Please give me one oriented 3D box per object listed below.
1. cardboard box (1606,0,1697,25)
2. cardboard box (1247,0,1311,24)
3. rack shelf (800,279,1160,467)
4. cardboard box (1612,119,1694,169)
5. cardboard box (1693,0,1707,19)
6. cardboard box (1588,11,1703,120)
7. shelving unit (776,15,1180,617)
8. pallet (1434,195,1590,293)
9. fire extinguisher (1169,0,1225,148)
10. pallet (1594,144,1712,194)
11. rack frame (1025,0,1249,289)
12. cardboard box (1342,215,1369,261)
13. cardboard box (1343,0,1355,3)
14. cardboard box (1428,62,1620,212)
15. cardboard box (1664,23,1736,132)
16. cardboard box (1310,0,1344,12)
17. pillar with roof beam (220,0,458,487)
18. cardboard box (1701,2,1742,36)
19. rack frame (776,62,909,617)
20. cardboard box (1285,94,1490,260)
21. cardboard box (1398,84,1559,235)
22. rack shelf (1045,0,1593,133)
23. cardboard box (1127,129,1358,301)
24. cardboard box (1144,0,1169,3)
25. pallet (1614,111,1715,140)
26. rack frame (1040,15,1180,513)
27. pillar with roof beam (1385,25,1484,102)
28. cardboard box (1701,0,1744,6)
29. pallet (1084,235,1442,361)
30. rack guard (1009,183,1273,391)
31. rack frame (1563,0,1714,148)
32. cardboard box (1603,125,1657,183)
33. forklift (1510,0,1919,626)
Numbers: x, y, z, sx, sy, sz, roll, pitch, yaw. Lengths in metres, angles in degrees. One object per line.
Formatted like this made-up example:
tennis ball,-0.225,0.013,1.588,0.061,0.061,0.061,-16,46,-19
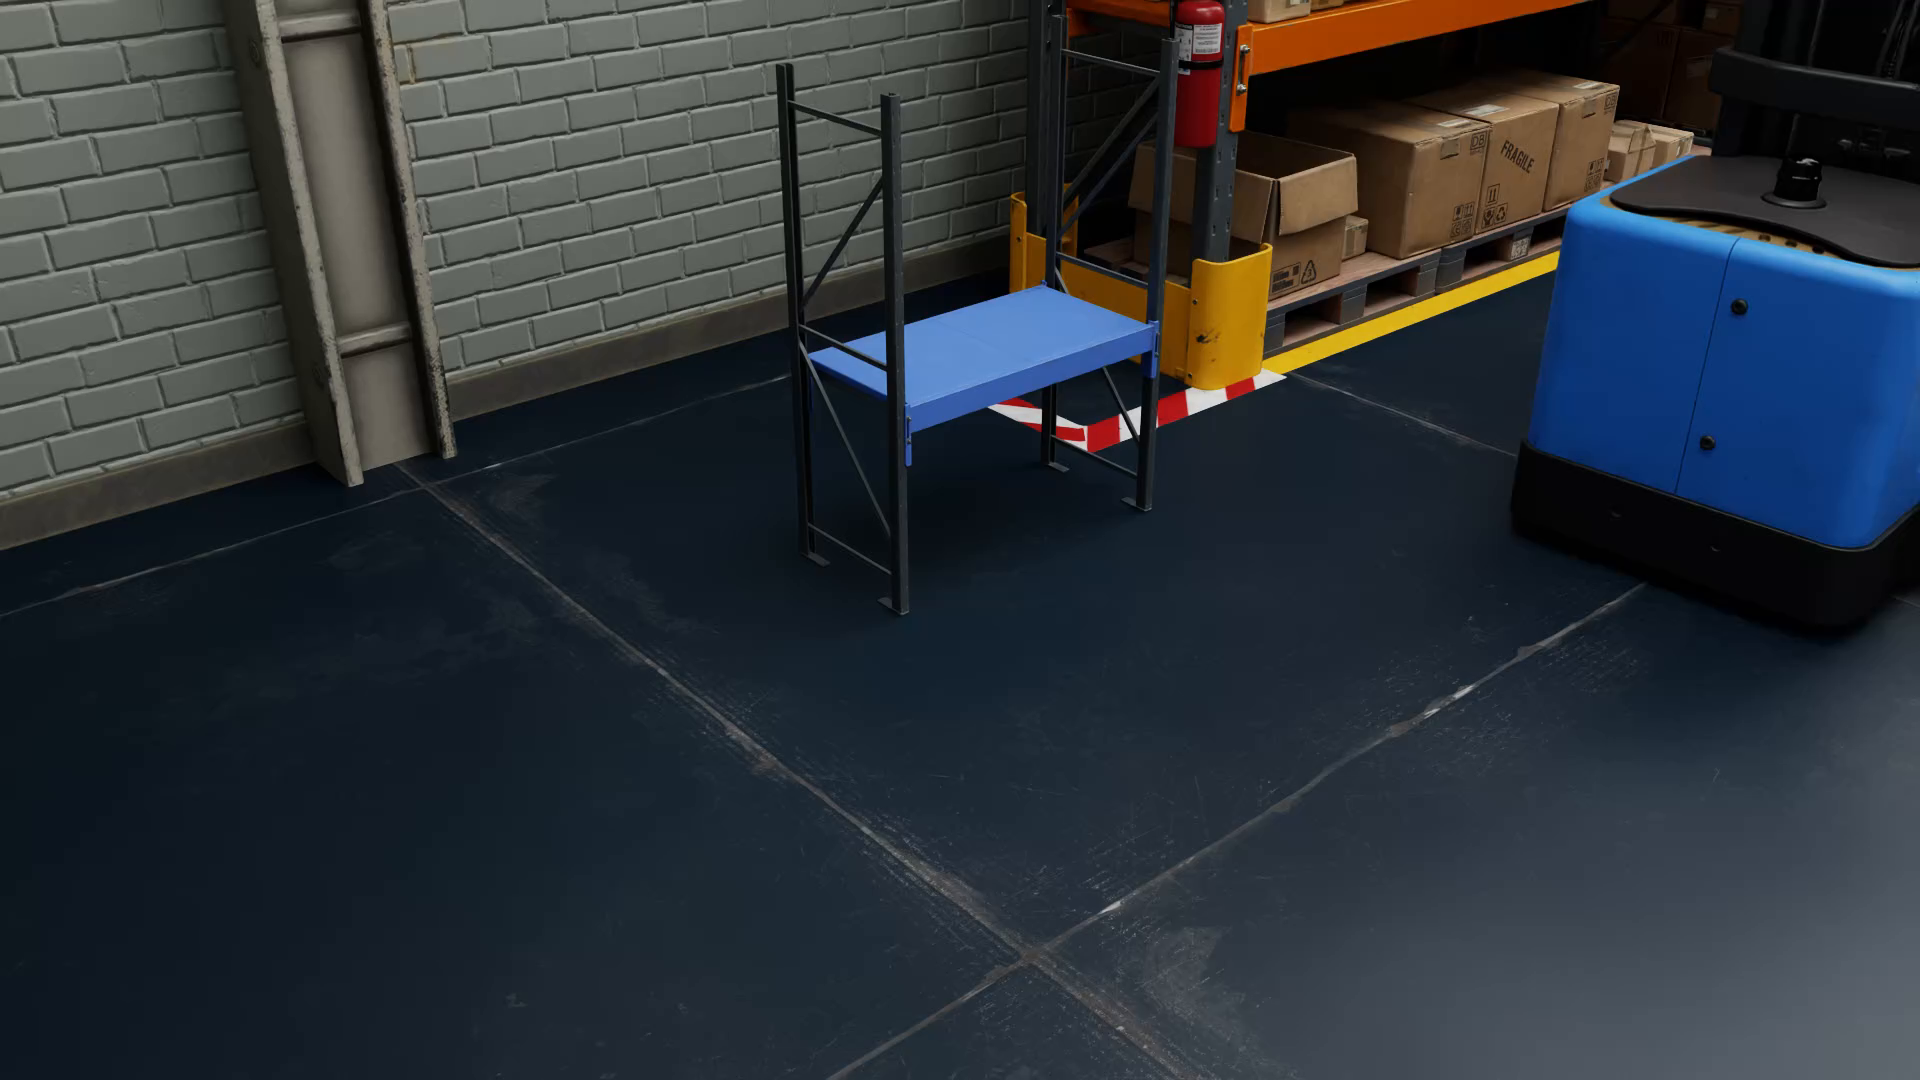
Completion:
cardboard box,3.770,-2.924,9.058,0.250,0.149,0.380,-24,36,-37
cardboard box,1.062,-2.007,6.090,0.250,0.149,0.380,-22,35,-35
rack shelf,0.065,-0.529,5.030,1.000,0.185,0.538,-22,35,-35
cardboard box,3.444,-1.992,8.374,0.250,0.149,0.380,-23,36,-36
cardboard box,3.966,-3.007,9.212,0.250,0.149,0.380,-22,35,-35
cardboard box,3.858,-2.679,9.286,0.500,0.500,0.500,-22,35,-35
shelving unit,0.065,-0.688,4.945,1.048,1.500,0.538,-22,35,-35
pallet,2.225,-1.525,7.879,1.213,0.211,1.003,-22,35,-35
fire extinguisher,0.822,-1.707,5.739,0.183,0.674,0.296,-22,35,-35
pallet,3.154,-1.900,8.581,1.213,0.211,1.003,-22,35,-35
rack frame,0.634,-2.116,6.027,0.127,3.000,1.000,-22,35,-35
cardboard box,1.509,-1.313,7.103,0.250,0.149,0.380,-24,36,-37
cardboard box,1.403,-2.195,6.441,0.250,0.149,0.380,-22,35,-36
cardboard box,2.626,-1.917,7.861,0.500,0.500,0.700,-23,36,-37
cardboard box,4.191,-2.490,8.933,0.500,0.500,0.500,-20,34,-33
cardboard box,1.225,-2.102,6.267,0.250,0.149,0.380,-21,35,-34
pillar with roof beam,0.792,-2.717,0.786,0.400,9.000,9.100,-22,35,-35
cardboard box,4.122,-2.723,8.681,0.250,0.149,0.380,-20,34,-33
rack frame,-0.322,-0.532,4.654,0.032,1.500,0.500,-22,35,-35
cardboard box,1.836,-1.599,7.267,0.500,0.500,0.700,-20,34,-33
cardboard box,2.303,-1.725,7.502,0.500,0.500,0.500,-21,35,-34
rack shelf,2.155,-2.410,7.341,4.000,0.370,1.077,-22,35,-35
cardboard box,1.161,-1.353,6.803,0.637,0.503,0.797,-24,36,-37
cardboard box,0.712,-2.203,6.456,0.250,0.149,0.380,-22,35,-35
pallet,4.271,-2.372,9.465,1.213,0.211,1.003,-22,35,-35
rack frame,0.452,-0.843,5.236,0.032,1.500,0.500,-22,35,-35
pillar with roof beam,5.356,-4.552,4.220,0.400,9.000,9.100,-22,35,-35
cardboard box,4.083,-2.876,8.651,0.250,0.149,0.380,-23,35,-36
pallet,1.298,-1.153,7.185,1.213,0.211,1.003,-22,35,-35
rack guard,0.692,-1.037,6.659,0.348,0.500,1.175,-22,35,-35
rack frame,3.677,-3.340,8.317,0.127,3.000,1.000,-22,35,-35
cardboard box,3.172,-1.934,8.142,0.258,0.266,0.396,-20,34,-33
forklift,3.152,-1.643,5.214,3.031,2.935,1.130,-25,37,-38
